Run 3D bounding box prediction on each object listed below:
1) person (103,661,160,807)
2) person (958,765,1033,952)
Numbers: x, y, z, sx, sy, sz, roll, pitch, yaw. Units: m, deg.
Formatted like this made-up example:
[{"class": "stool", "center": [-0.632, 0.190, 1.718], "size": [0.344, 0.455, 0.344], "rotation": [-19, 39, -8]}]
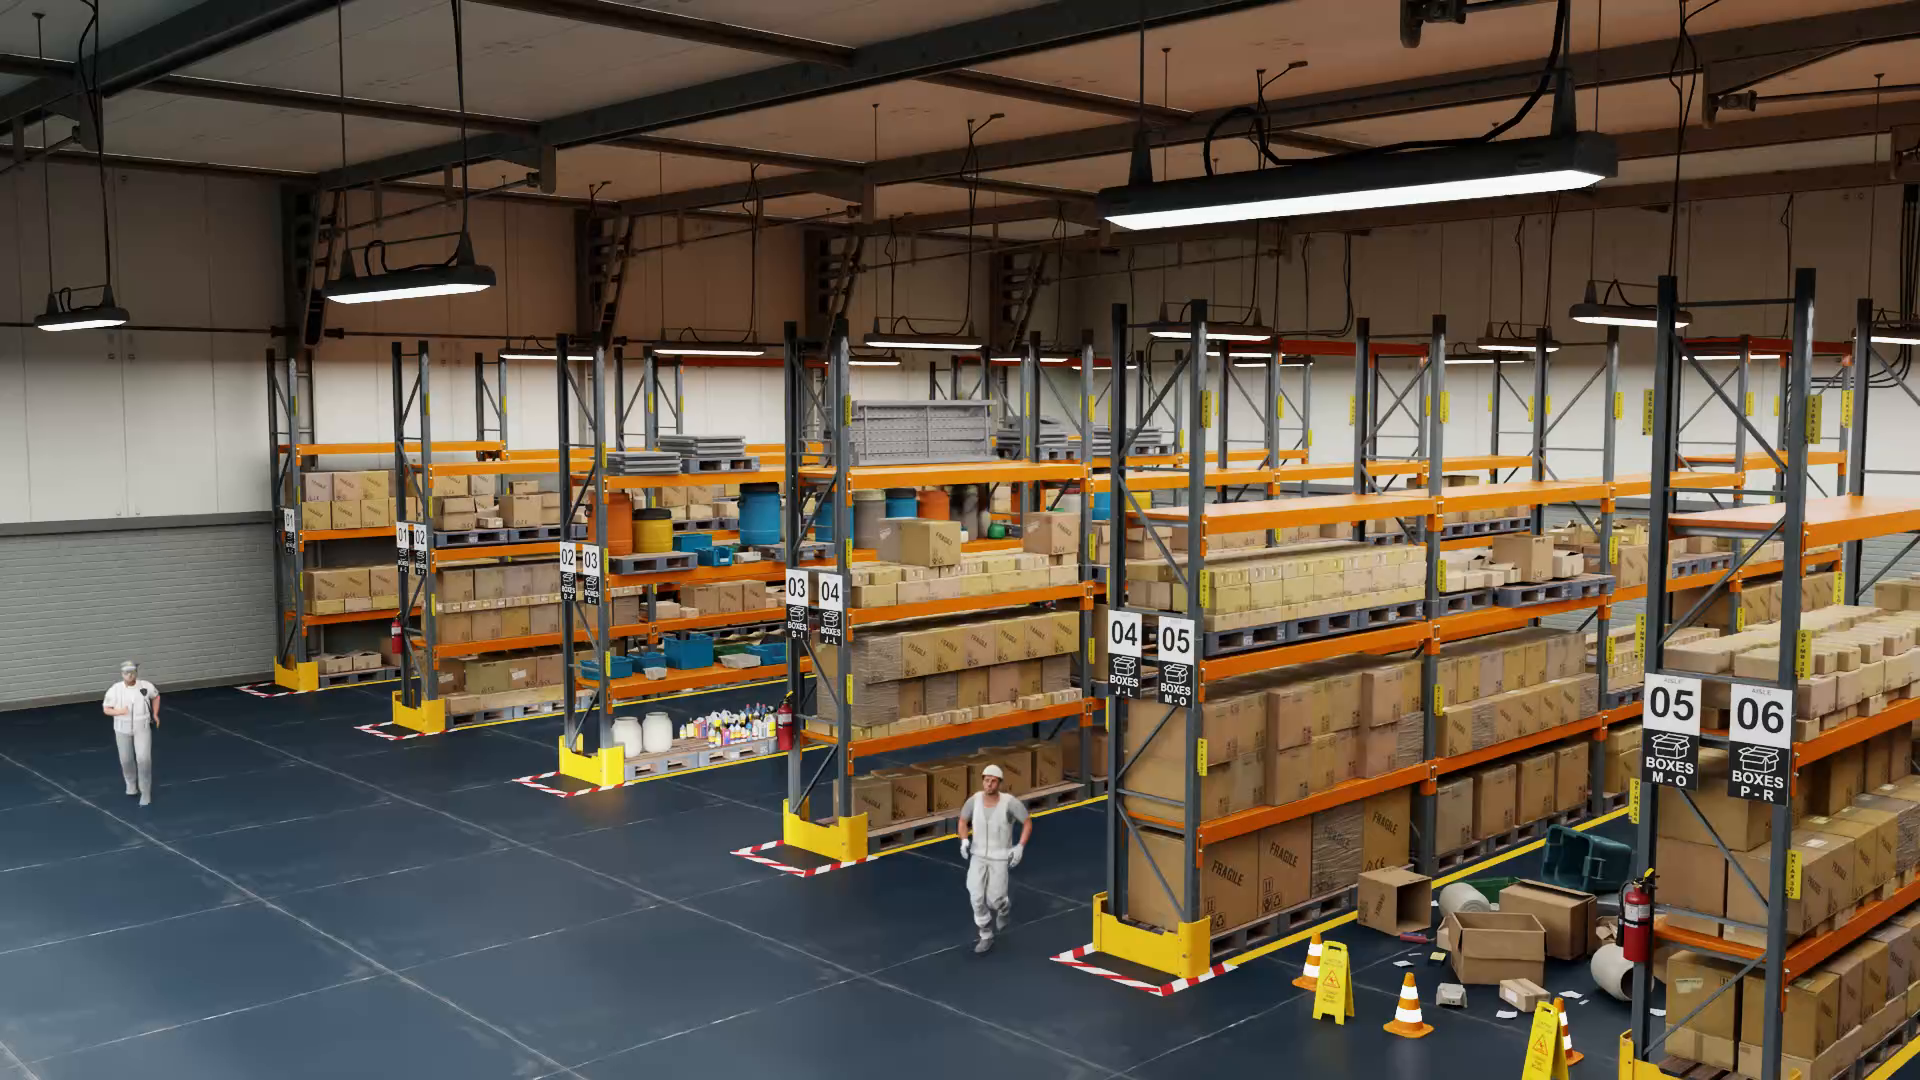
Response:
[{"class": "person", "center": [-10.550, 2.447, 21.207], "size": [0.634, 1.843, 0.812], "rotation": [-2, 5, -23]}, {"class": "person", "center": [0.315, 2.964, 15.590], "size": [0.708, 1.749, 0.634], "rotation": [2, 5, 17]}]
